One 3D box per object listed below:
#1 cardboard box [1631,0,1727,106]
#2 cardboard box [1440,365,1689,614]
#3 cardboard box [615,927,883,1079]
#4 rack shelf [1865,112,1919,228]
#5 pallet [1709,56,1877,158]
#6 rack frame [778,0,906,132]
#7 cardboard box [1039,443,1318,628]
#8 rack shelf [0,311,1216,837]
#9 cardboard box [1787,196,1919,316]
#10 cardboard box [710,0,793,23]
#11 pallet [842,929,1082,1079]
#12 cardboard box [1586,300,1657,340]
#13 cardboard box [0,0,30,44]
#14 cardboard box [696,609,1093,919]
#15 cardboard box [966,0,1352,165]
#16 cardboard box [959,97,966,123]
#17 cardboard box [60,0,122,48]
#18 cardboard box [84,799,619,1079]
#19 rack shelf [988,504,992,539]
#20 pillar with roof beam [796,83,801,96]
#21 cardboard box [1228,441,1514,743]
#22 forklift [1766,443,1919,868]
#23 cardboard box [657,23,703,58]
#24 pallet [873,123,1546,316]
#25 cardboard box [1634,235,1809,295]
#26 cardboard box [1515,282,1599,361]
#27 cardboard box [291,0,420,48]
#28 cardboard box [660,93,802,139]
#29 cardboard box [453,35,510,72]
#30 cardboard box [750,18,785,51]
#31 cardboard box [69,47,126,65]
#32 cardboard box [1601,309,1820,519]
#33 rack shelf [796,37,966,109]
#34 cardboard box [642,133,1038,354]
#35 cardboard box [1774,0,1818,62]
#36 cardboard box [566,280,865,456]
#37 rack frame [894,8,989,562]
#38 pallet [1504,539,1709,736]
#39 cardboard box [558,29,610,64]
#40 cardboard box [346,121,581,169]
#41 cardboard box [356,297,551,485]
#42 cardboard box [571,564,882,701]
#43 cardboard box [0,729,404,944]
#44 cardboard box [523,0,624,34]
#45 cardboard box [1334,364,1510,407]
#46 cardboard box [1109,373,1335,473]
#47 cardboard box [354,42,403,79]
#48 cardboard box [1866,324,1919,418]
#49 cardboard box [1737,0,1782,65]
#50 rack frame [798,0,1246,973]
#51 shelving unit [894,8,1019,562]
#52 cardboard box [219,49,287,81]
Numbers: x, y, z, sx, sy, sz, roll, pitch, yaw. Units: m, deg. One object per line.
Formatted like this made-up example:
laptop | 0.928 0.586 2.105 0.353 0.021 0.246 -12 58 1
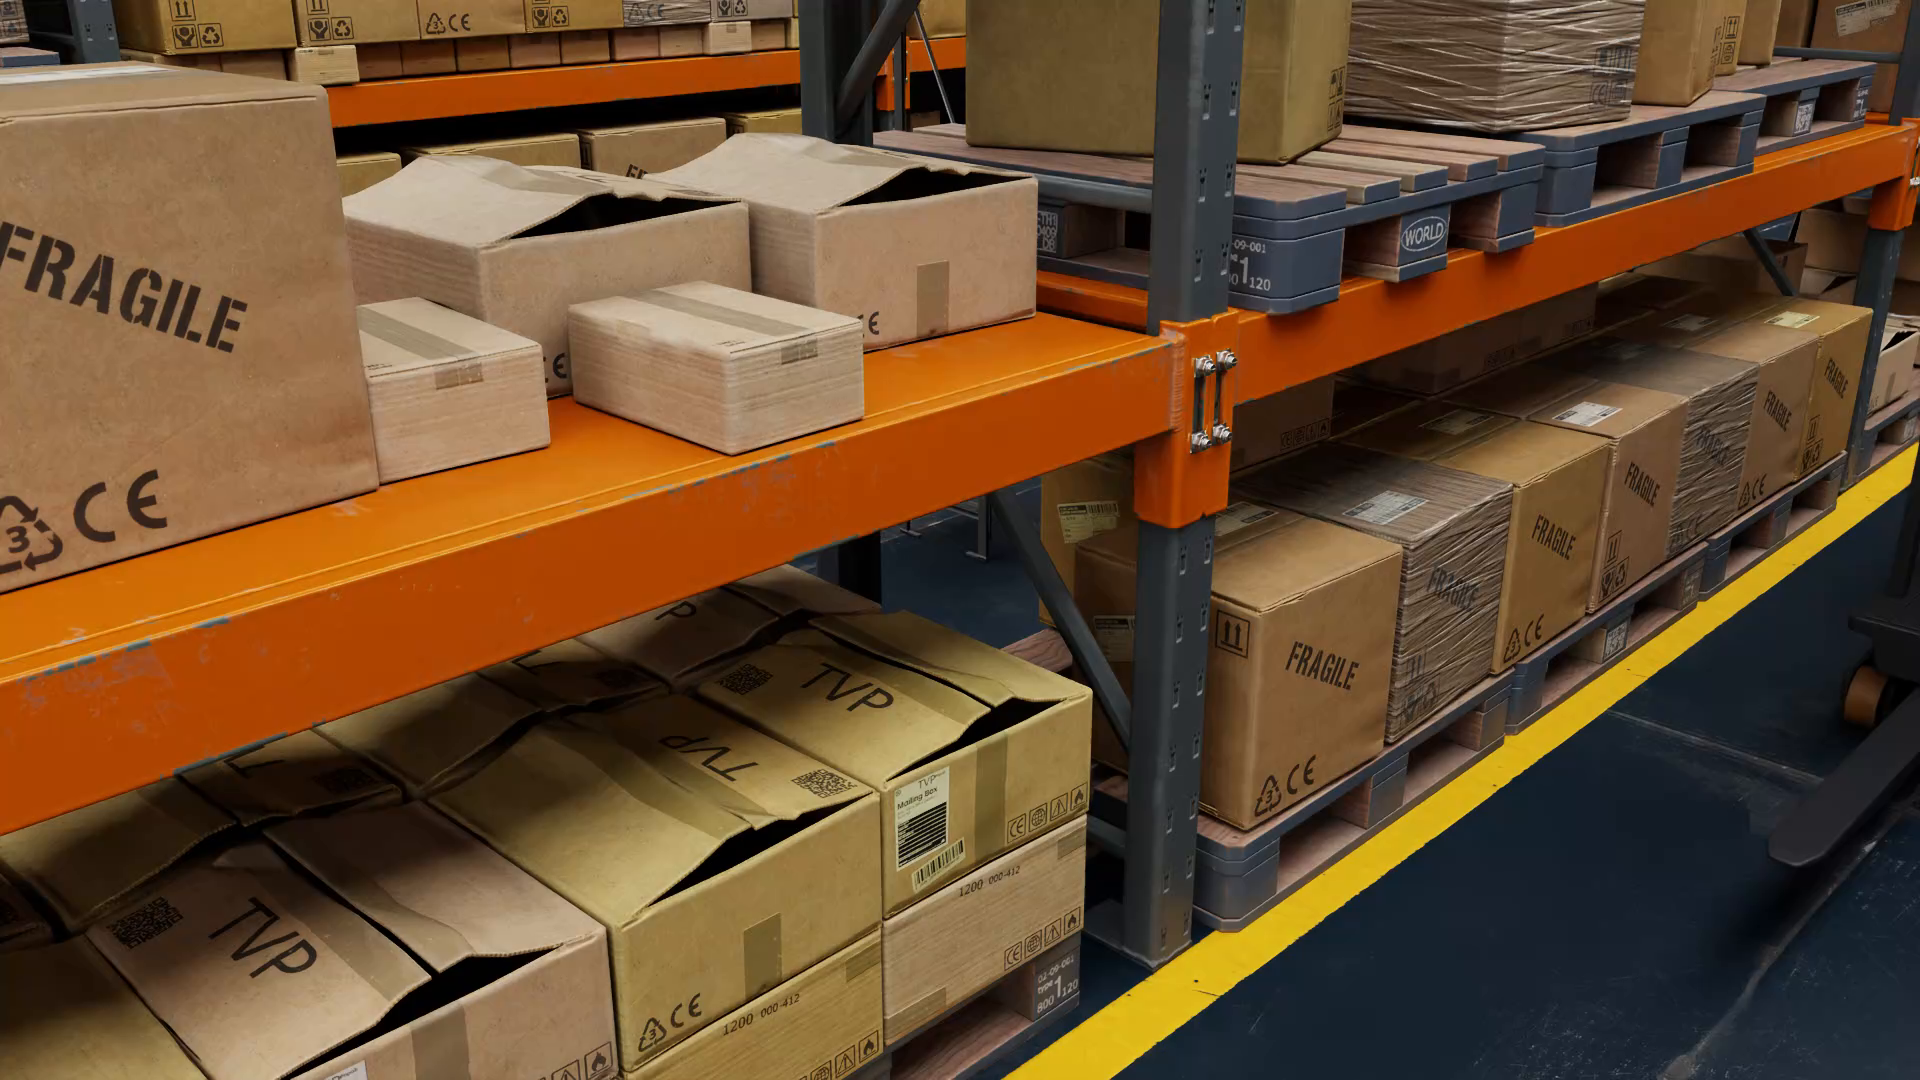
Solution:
cardboard box | 1.675 -1.477 4.512 0.700 0.500 0.500 12 24 27
cardboard box | 1.670 -0.159 4.678 0.500 0.500 0.500 18 27 39
cardboard box | -0.476 0.741 2.712 0.500 0.250 0.500 19 28 40
rack shelf | 4.259 -1.882 7.294 1.077 0.370 4.000 19 28 41
pallet | 2.228 -1.436 5.398 1.003 0.211 1.213 19 28 41
rack frame | -0.688 -2.943 9.050 1.000 3.000 0.127 19 28 41
cardboard box | 0.557 -0.014 4.300 0.500 0.500 0.500 -19 28 -40
rack shelf | -1.322 0.174 1.943 1.077 0.370 4.000 19 28 41
cardboard box | 4.170 -1.228 7.456 0.797 0.503 0.637 19 28 41
cardboard box | -1.179 -2.822 8.155 0.500 0.500 0.500 20 28 41
pallet | -0.529 0.828 3.127 1.003 0.211 1.213 19 28 41
cardboard box | 1.987 -0.539 5.668 0.500 0.500 0.500 -20 28 -41
cardboard box | -3.799 -2.043 5.957 0.700 0.500 0.500 15 26 35
cardboard box | -0.116 0.346 2.959 0.500 0.311 0.500 -19 28 -41
cardboard box | 0.432 -1.109 3.553 0.700 0.500 0.500 9 23 23
cardboard box | 0.213 -2.658 10.303 0.380 0.149 0.250 18 27 39
cardboard box | -3.338 -2.297 6.788 0.500 0.500 0.500 19 28 41
cardboard box | -0.828 0.610 2.271 0.500 0.311 0.500 19 28 40
rack shelf | 0.115 -0.357 5.565 0.431 0.518 0.480 19 28 41
pillar with roof beam | 2.265 -5.062 6.202 9.100 9.000 0.400 19 28 41
cardboard box | 0.957 0.104 3.994 0.500 0.500 0.500 18 27 39
forklift | 2.907 -0.835 3.662 1.130 2.935 3.031 19 28 41
cardboard box | -1.454 -2.422 8.018 0.380 0.149 0.250 19 28 41
pallet | 0.496 -0.778 3.685 1.213 0.211 1.003 19 28 41
cardboard box | 3.058 -0.960 6.762 0.500 0.500 0.500 19 28 41
cardboard box | 1.654 -0.772 5.228 0.500 0.250 0.500 19 28 41
cardboard box | -2.584 -2.303 6.803 0.500 0.500 0.500 -19 28 -40
cardboard box | -1.049 -1.936 8.841 0.750 0.750 0.750 20 28 41
cardboard box | -2.206 -2.171 7.365 0.250 0.149 0.380 -20 28 -41
cardboard box | -1.093 -2.551 8.353 0.250 0.149 0.380 -19 28 -40
cardboard box | -3.435 -1.955 6.801 0.250 0.149 0.380 -20 28 -41
cardboard box | 2.374 -0.419 5.355 0.500 0.500 0.500 19 28 41
rack shelf | 0.707 -3.121 10.517 1.077 0.370 4.000 19 28 41
cardboard box | -0.212 -0.552 2.953 0.500 0.311 0.500 -18 27 -39
cardboard box | 3.028 -1.943 6.311 0.500 0.500 0.500 -20 28 -41
cardboard box | -0.356 -0.258 2.416 0.380 0.149 0.250 19 28 41
rack frame | -0.055 -0.960 5.145 0.400 2.100 0.015 19 28 41
pallet | 1.472 0.131 4.939 1.003 0.211 1.213 19 28 41
cardboard box | -1.833 -2.296 7.690 0.250 0.149 0.380 -19 28 -40
cardboard box | -2.256 -1.487 7.674 0.750 0.750 0.750 19 28 40
cardboard box | -0.776 -0.217 2.307 0.250 0.149 0.380 -18 27 -38
cardboard box | -0.503 0.211 3.310 0.500 0.311 0.500 -19 28 -40
cardboard box | -1.221 0.479 2.614 0.500 0.311 0.500 18 28 39
cardboard box | -1.880 -2.566 7.487 0.500 0.500 0.500 -19 28 -41
cardboard box | 1.280 -0.283 5.001 0.500 0.500 0.500 18 27 39
cardboard box | 0.594 -0.379 4.206 0.500 0.250 0.500 -19 28 -40
cardboard box | -2.568 -2.039 7.020 0.380 0.149 0.250 19 28 40
cardboard box | 3.311 -0.708 6.370 0.500 0.311 0.500 19 28 41
cardboard box | 2.373 -1.881 5.563 0.700 0.500 0.500 9 23 23
rack frame | 0.073 -0.676 3.152 1.000 3.000 0.127 19 28 41
shelving unit | 0.115 -1.023 5.309 0.431 2.100 0.503 19 28 41
cardboard box | -2.901 -1.896 6.649 0.250 0.149 0.380 -20 29 -41
